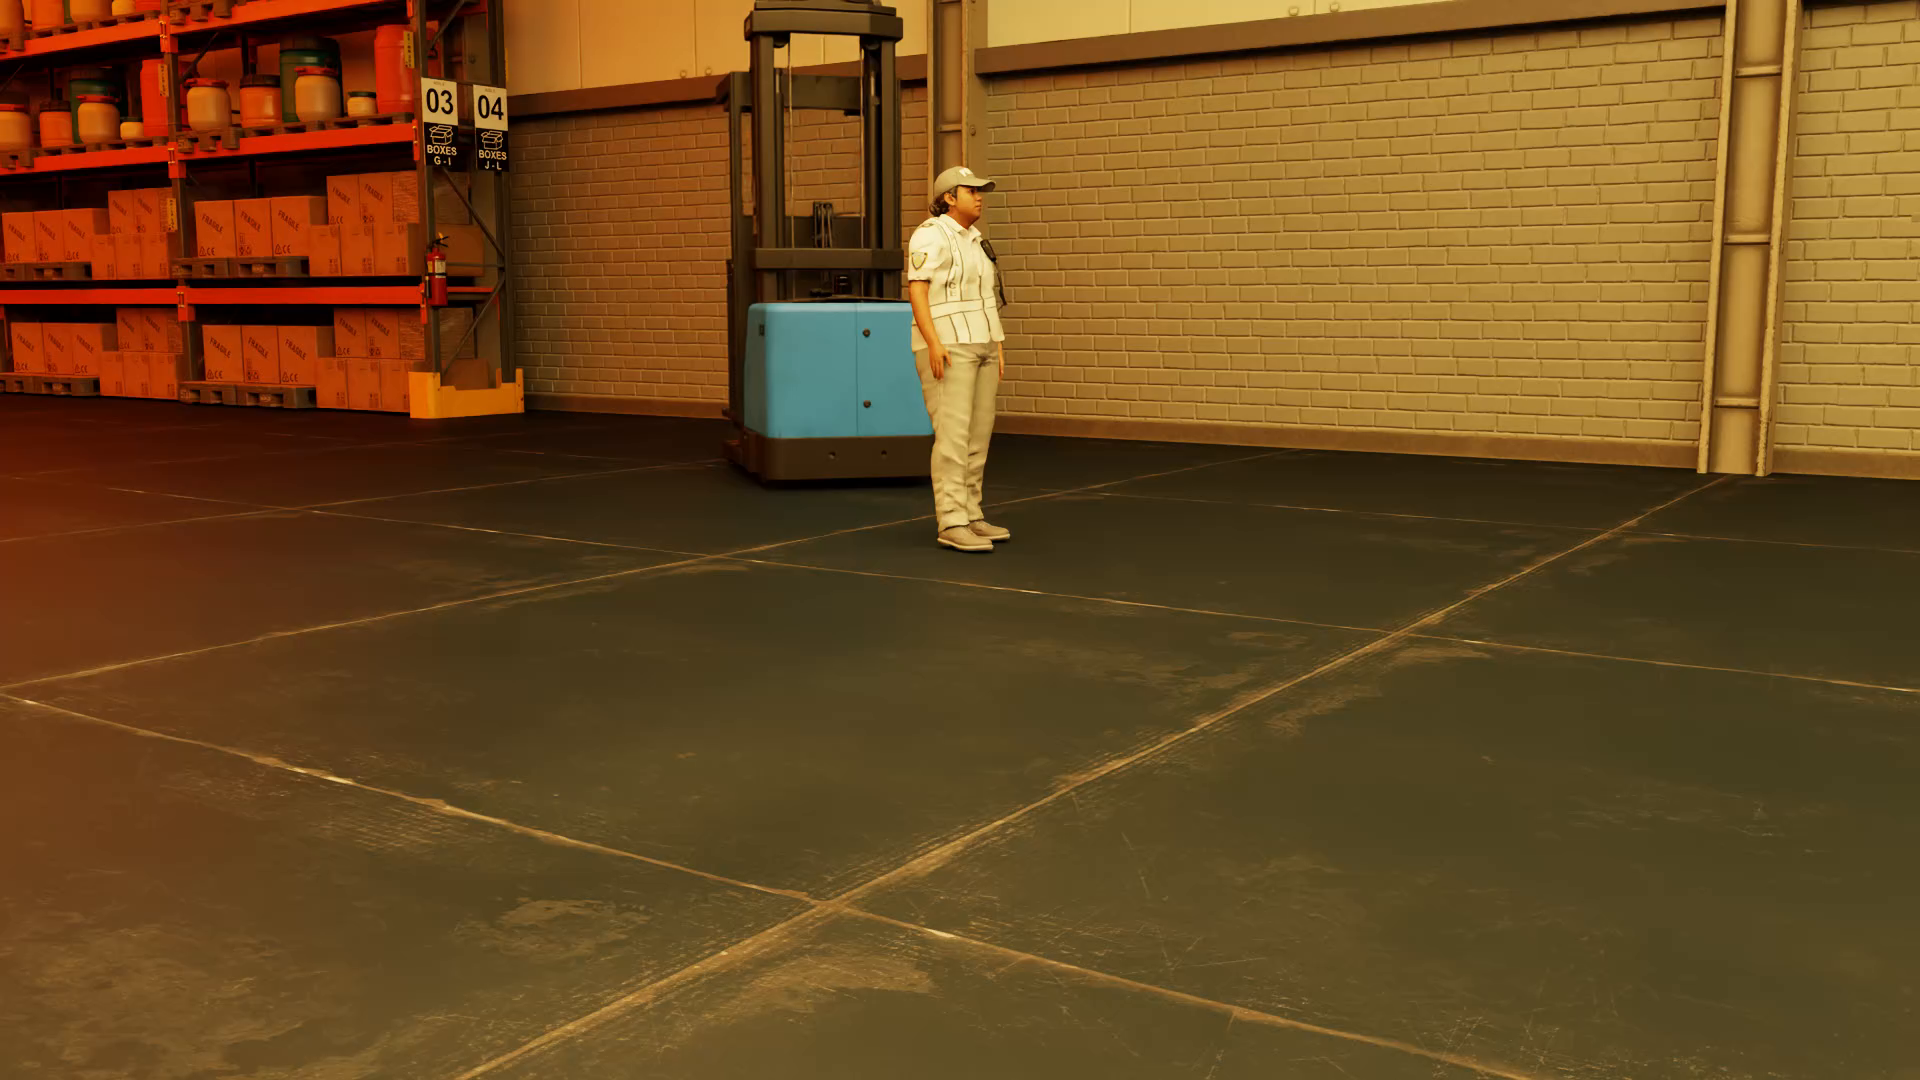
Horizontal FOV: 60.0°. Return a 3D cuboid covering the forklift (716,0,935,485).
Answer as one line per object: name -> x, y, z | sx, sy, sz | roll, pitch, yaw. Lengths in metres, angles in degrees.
forklift -> -0.978, -1.943, 10.855 | 1.130, 2.935, 3.031 | -2, 8, -15

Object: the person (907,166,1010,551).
person -> 0.051, -0.823, 7.424 | 0.529, 1.670, 0.598 | 5, 10, 34
